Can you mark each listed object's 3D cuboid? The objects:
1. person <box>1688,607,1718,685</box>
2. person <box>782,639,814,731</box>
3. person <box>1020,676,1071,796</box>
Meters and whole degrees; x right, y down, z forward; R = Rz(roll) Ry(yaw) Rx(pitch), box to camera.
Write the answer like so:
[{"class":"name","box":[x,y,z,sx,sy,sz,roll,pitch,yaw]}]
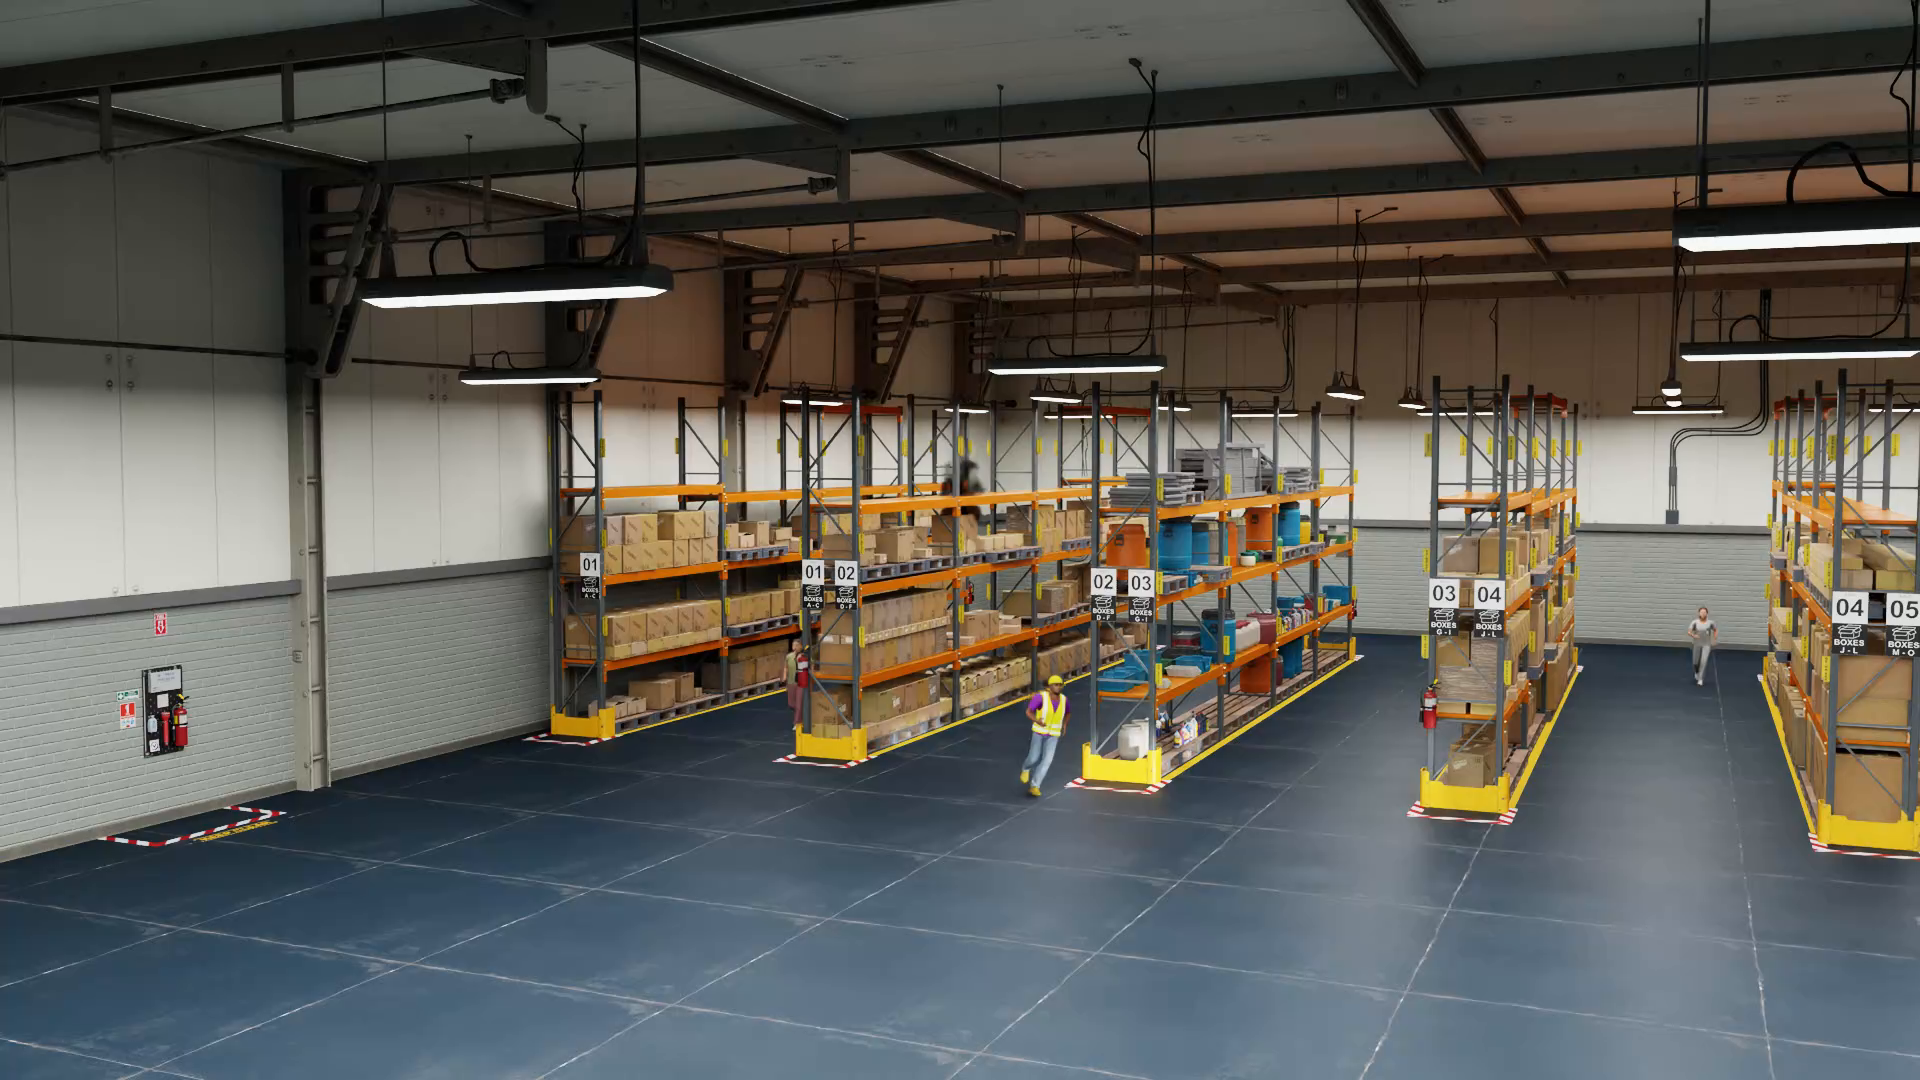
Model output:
[{"class":"person","box":[15.693,2.235,35.145,0.578,1.640,0.810,1,3,25]},{"class":"person","box":[-2.869,2.559,29.683,0.569,1.621,0.622,1,3,11]},{"class":"person","box":[1.292,2.817,24.258,0.712,1.703,0.877,-1,3,-10]}]
